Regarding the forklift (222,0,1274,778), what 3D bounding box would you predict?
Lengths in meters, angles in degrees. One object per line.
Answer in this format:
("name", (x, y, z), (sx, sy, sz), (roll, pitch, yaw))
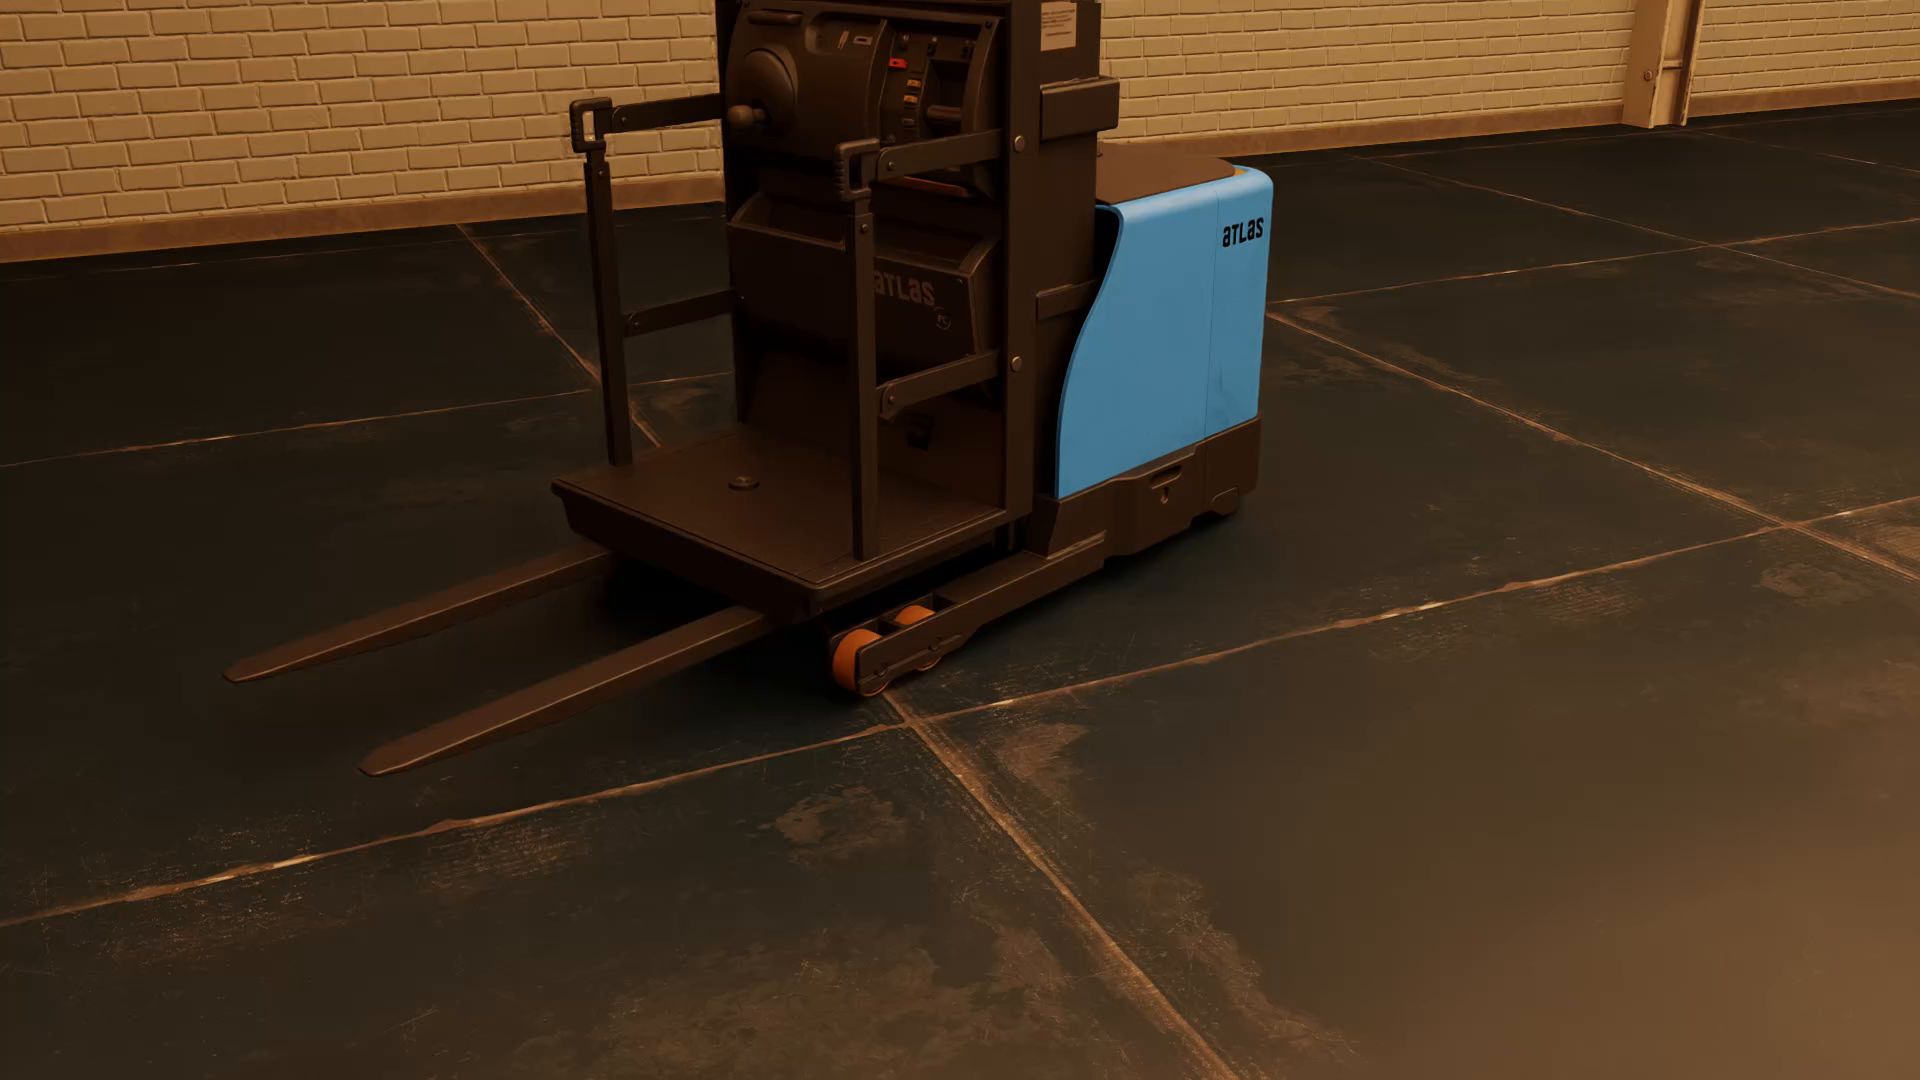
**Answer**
("forklift", (-0.413, -1.182, 4.131), (1.130, 2.935, 3.031), (19, 29, 39))
